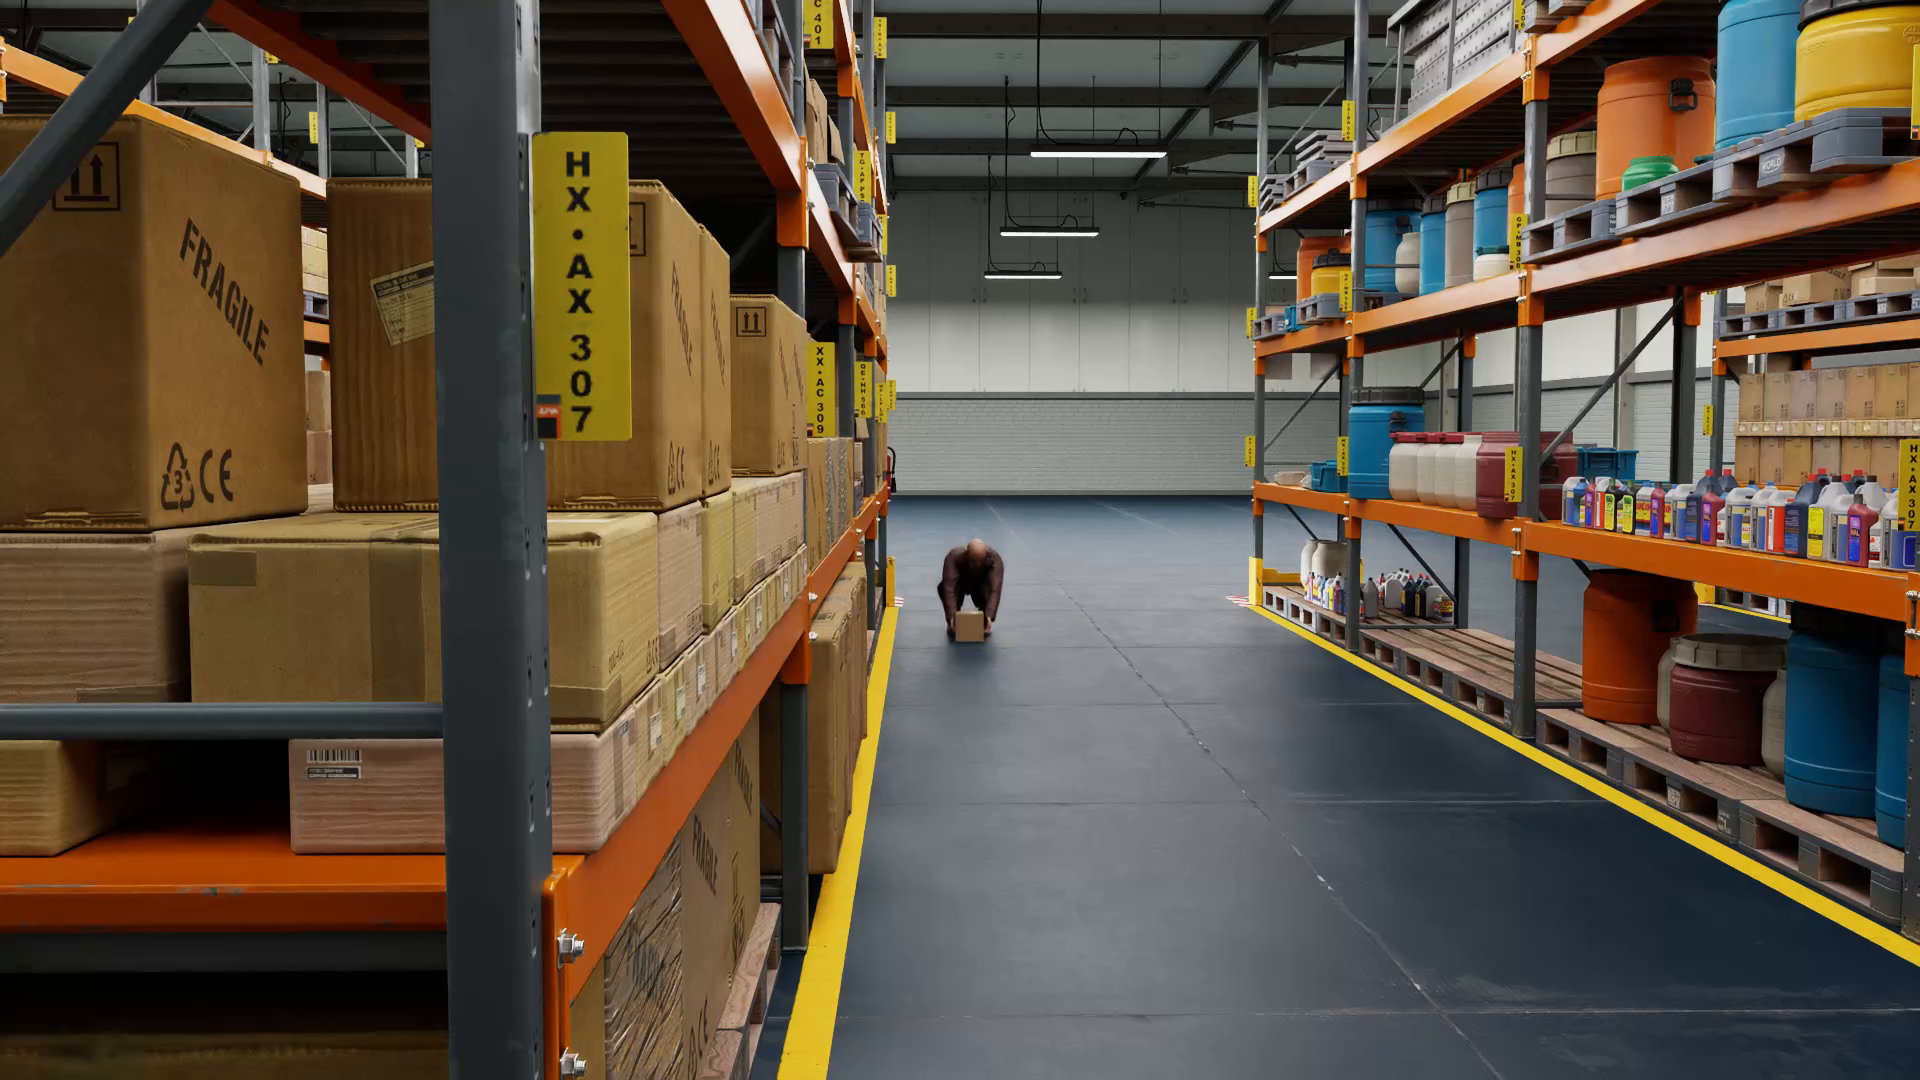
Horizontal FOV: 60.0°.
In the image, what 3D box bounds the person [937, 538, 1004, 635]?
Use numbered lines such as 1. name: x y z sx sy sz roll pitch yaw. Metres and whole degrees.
1. person: 0.094 0.415 15.069 0.604 0.904 0.915 0 4 0
